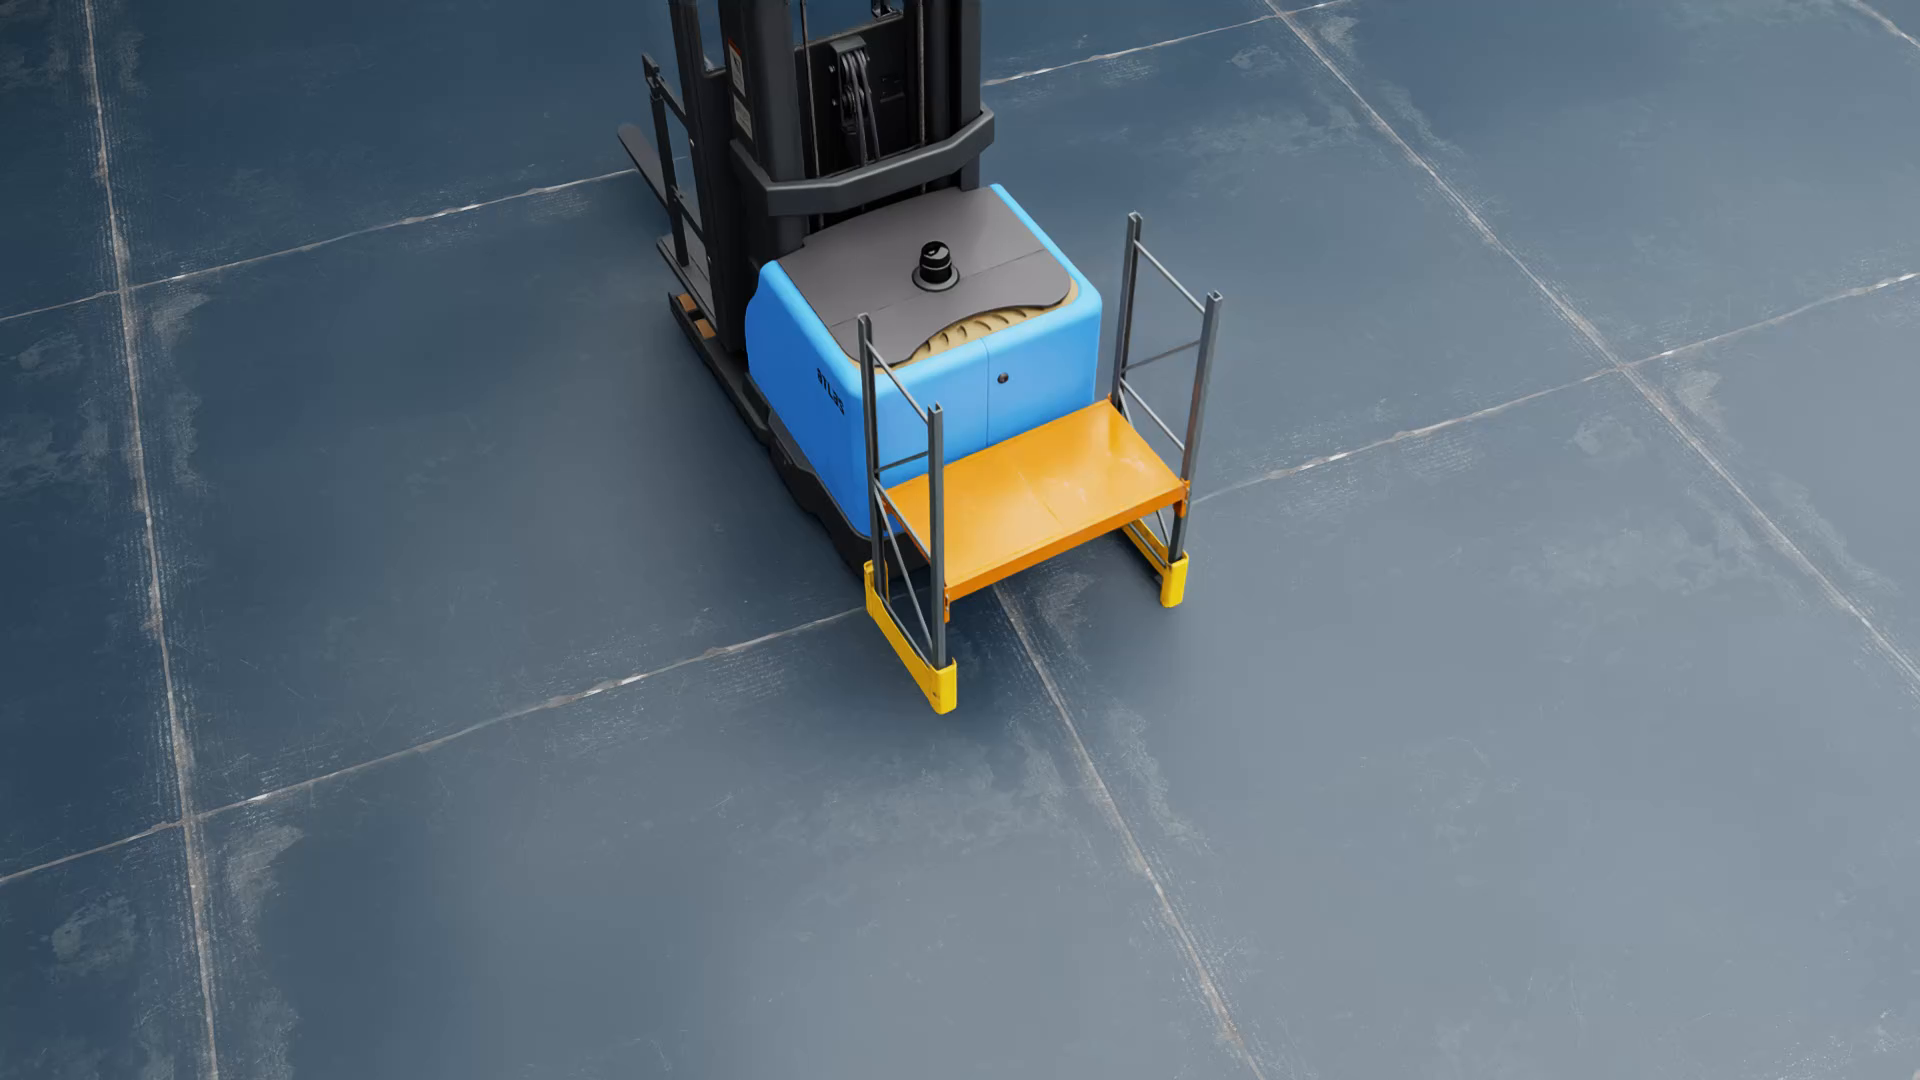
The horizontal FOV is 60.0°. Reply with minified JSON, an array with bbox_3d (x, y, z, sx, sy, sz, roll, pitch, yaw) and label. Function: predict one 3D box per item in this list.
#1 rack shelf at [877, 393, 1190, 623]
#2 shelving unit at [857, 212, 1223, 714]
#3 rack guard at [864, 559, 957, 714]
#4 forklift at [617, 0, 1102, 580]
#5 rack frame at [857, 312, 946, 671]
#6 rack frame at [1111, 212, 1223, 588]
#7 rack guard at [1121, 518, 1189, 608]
[{"bbox_3d":[0.256,-0.131,5.952,1.000,0.185,0.538,-23,53,-19],"label":"rack shelf"},{"bbox_3d":[0.248,-0.245,5.812,1.083,1.500,0.587,-23,53,-19],"label":"shelving unit"},{"bbox_3d":[-0.185,0.349,6.126,0.087,0.250,0.587,-23,53,-19],"label":"rack guard"},{"bbox_3d":[-0.627,-1.917,6.305,1.130,2.935,3.031,-23,53,-18],"label":"forklift"},{"bbox_3d":[-0.186,-0.057,5.651,0.032,1.500,0.500,-23,53,-19],"label":"rack frame"},{"bbox_3d":[0.698,-0.439,5.979,0.032,1.500,0.500,-23,53,-19],"label":"rack frame"},{"bbox_3d":[0.681,-0.024,6.447,0.087,0.250,0.587,-23,53,-19],"label":"rack guard"}]
